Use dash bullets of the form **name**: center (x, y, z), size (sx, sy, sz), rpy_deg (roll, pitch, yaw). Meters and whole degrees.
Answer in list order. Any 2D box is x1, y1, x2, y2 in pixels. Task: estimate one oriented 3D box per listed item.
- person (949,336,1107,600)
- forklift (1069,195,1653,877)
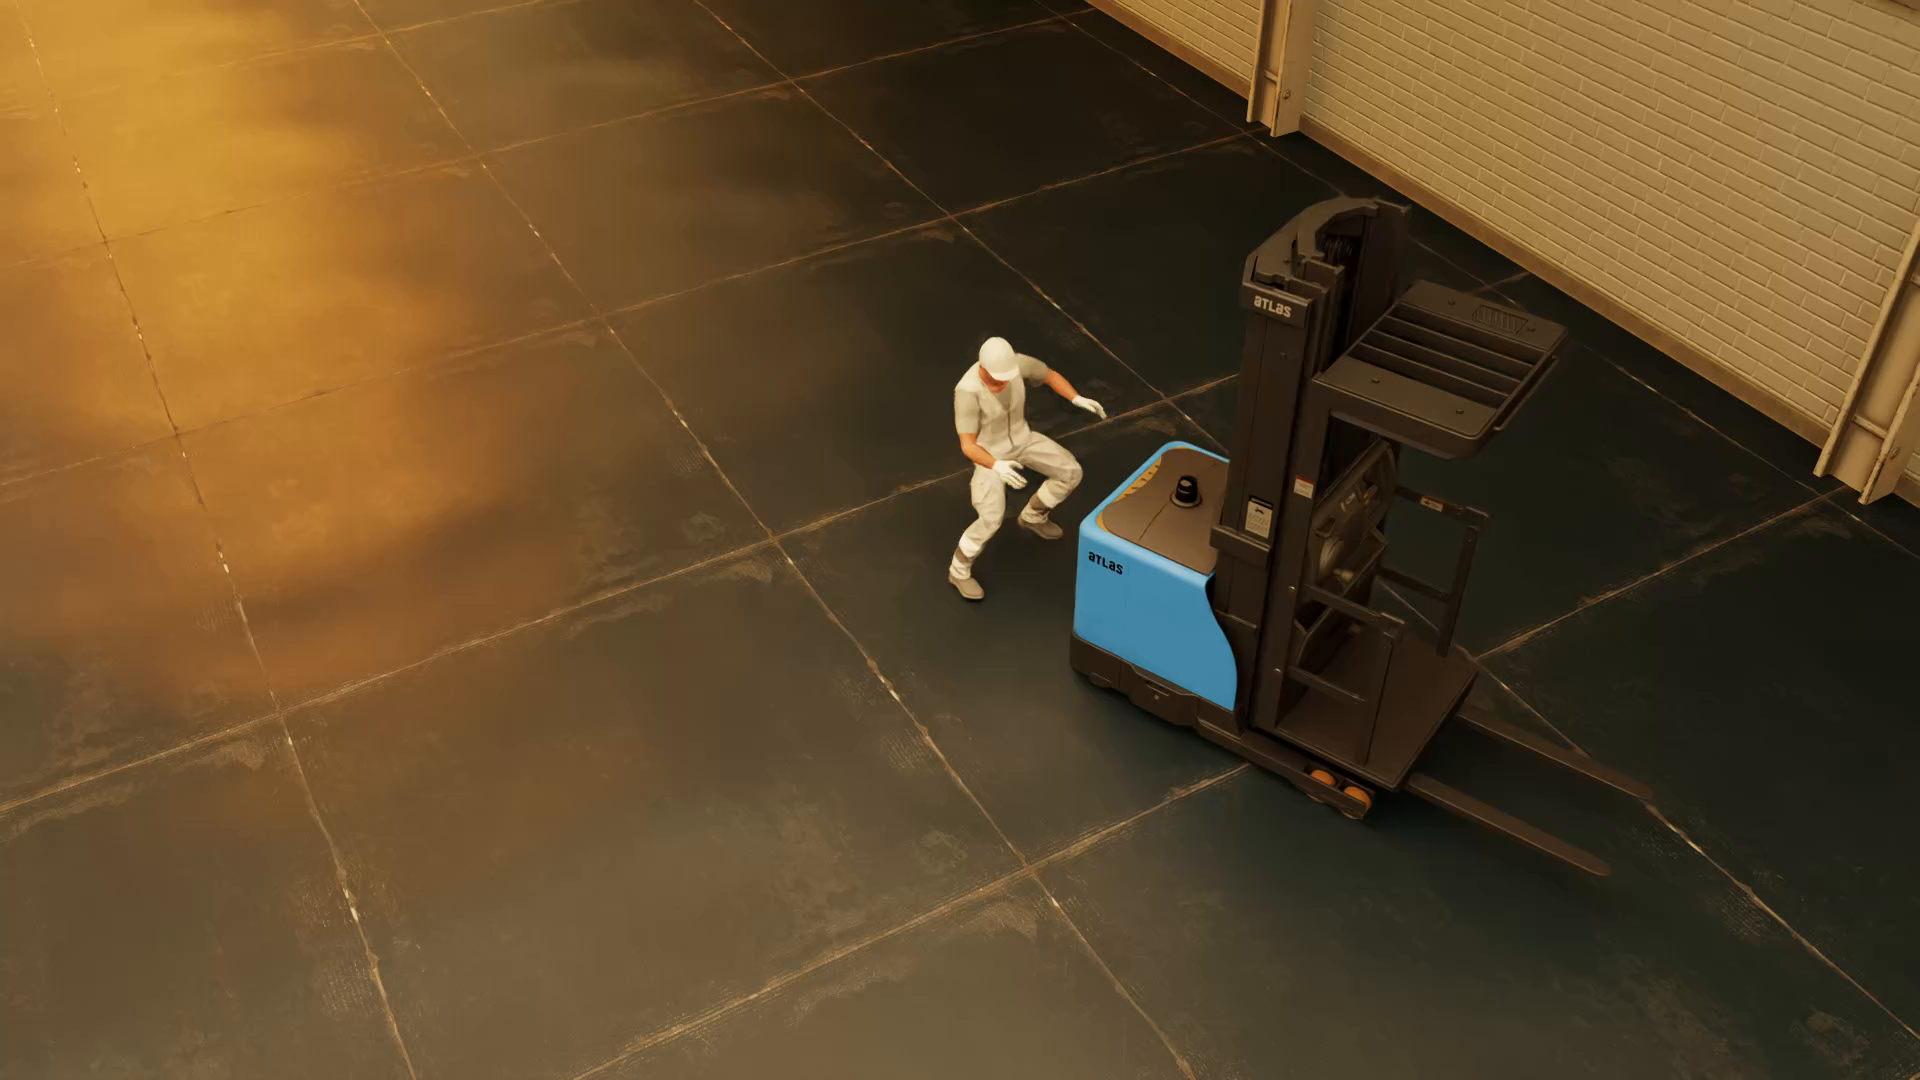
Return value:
- **person**: center (0.349, -0.491, 9.700), size (0.978, 1.569, 0.787), rpy_deg (-25, 46, -27)
- **forklift**: center (2.104, -0.076, 8.128), size (3.031, 2.935, 1.130), rpy_deg (25, 46, 27)
